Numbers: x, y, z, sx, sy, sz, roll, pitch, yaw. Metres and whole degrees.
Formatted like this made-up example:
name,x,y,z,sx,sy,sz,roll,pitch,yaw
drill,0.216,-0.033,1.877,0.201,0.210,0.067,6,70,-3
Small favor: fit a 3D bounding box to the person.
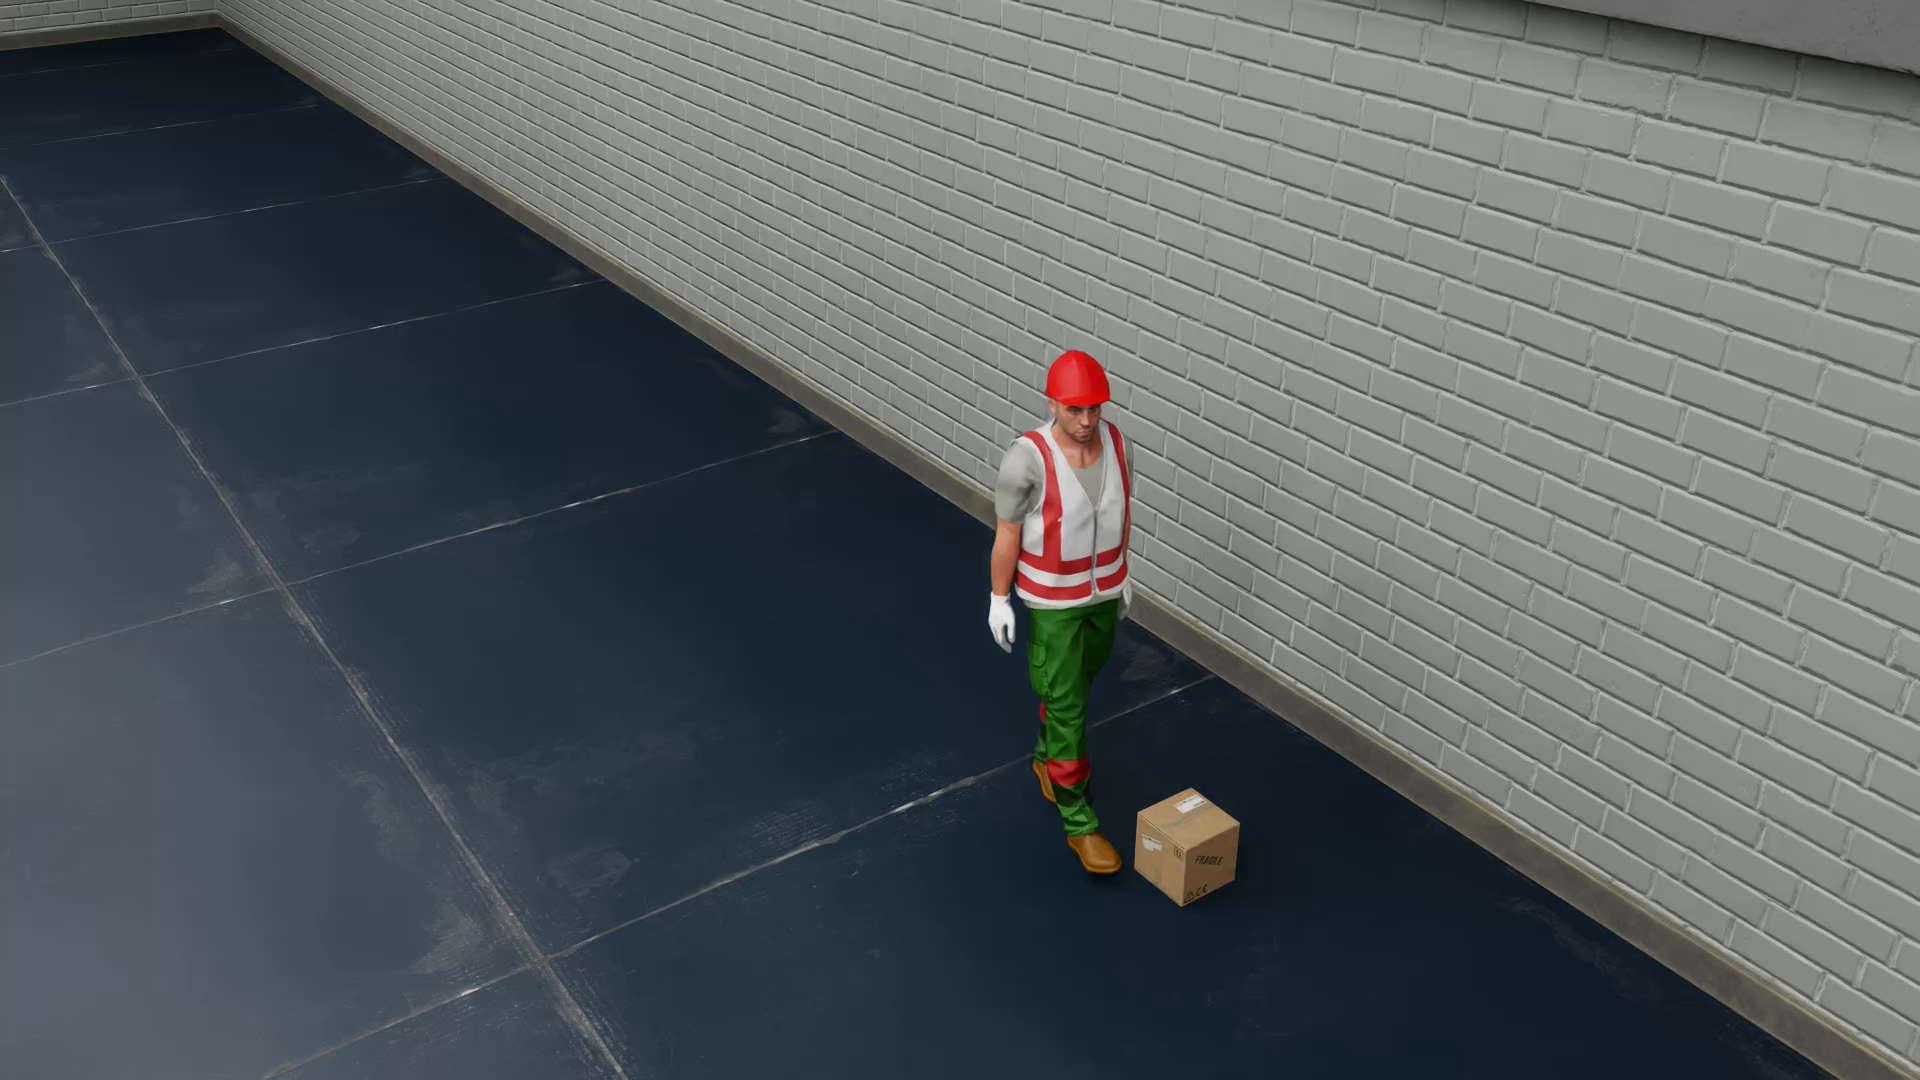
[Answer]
name,x,y,z,sx,sy,sz,roll,pitch,yaw
person,0.444,0.240,5.629,0.571,1.774,0.747,-15,32,-26
